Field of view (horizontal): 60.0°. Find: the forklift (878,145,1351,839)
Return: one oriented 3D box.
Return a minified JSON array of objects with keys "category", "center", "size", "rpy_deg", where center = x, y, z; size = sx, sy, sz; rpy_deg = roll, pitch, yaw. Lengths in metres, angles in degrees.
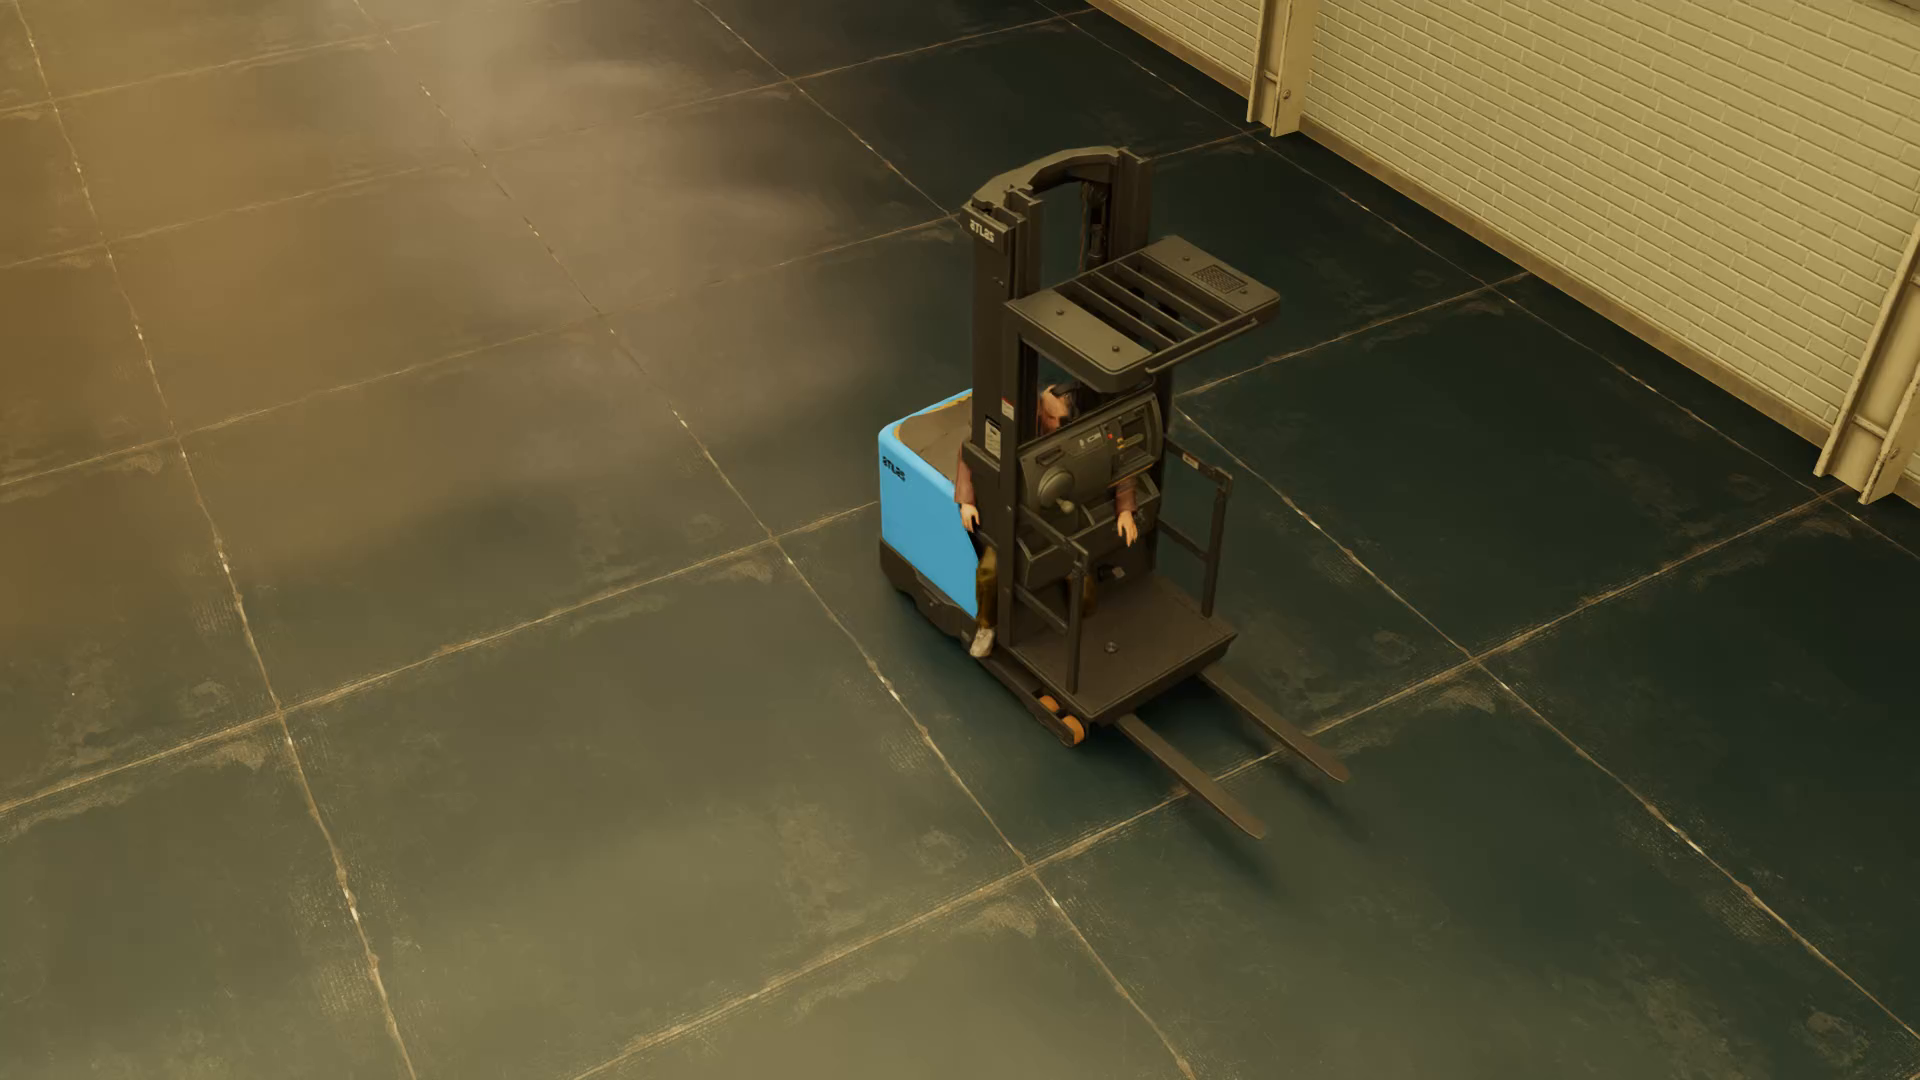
[{"category":"forklift","center":[0.818,-0.375,8.488],"size":[1.130,2.935,3.031],"rpy_deg":[-26,46,-28]}]

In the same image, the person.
[{"category":"person","center":[0.462,-0.040,9.047],"size":[0.989,1.678,0.712],"rpy_deg":[3,40,3]}]
